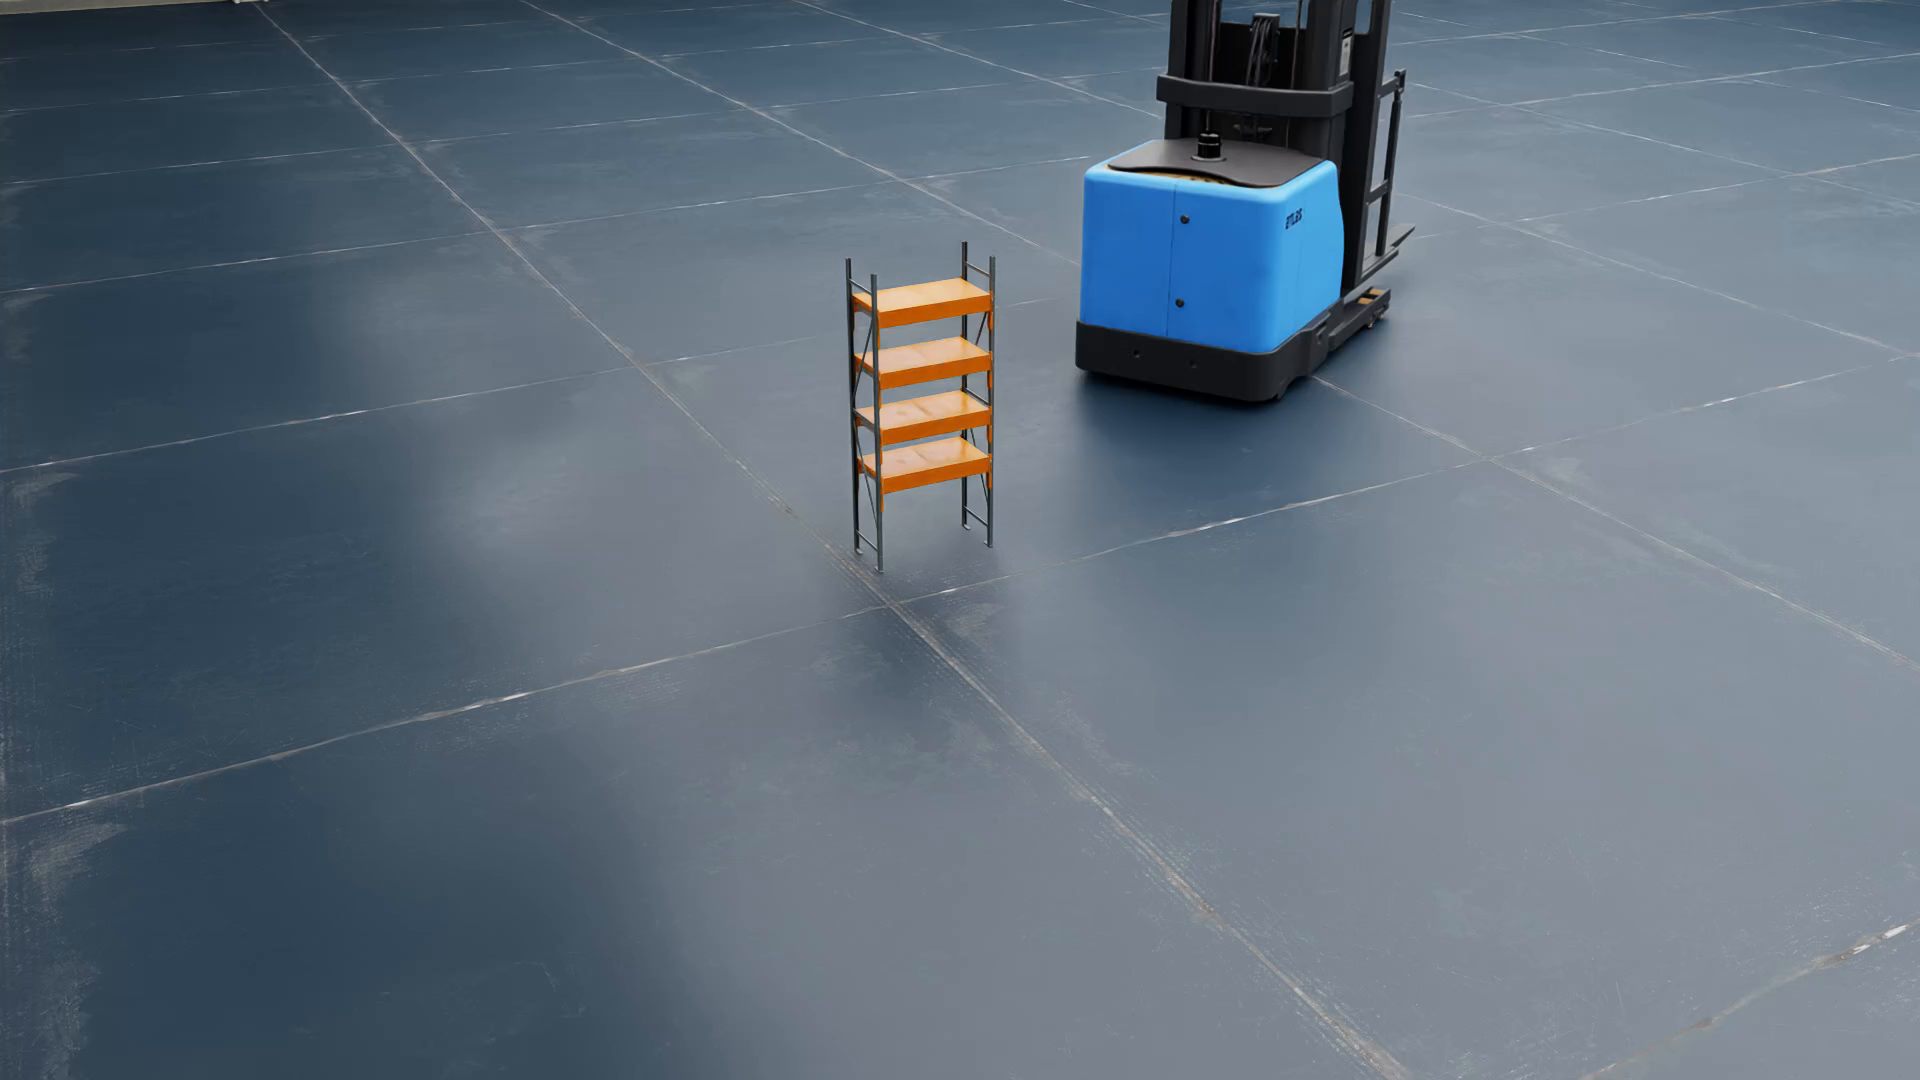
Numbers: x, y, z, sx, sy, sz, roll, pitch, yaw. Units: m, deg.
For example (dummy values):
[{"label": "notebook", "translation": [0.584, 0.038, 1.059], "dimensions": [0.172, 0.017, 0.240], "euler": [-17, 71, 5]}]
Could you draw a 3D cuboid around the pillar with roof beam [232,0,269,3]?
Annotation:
[{"label": "pillar with roof beam", "translation": [-6.856, -9.163, 15.437], "dimensions": [0.400, 9.000, 9.100], "euler": [-13, 29, -25]}]

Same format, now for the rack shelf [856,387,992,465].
[{"label": "rack shelf", "translation": [-0.146, -0.447, 6.449], "dimensions": [0.480, 0.148, 0.258], "euler": [-13, 29, -25]}]

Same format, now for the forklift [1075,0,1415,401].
[{"label": "forklift", "translation": [1.764, -2.582, 8.742], "dimensions": [1.130, 2.935, 3.031], "euler": [14, 29, 27]}]

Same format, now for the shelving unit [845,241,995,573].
[{"label": "shelving unit", "translation": [-0.146, -0.507, 6.420], "dimensions": [0.503, 1.200, 0.258], "euler": [-13, 29, -25]}]

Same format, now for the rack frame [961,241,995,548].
[{"label": "rack frame", "translation": [0.069, -0.557, 6.524], "dimensions": [0.015, 1.200, 0.240], "euler": [-13, 29, -25]}]

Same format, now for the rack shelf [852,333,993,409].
[{"label": "rack shelf", "translation": [-0.146, -0.648, 6.352], "dimensions": [0.480, 0.148, 0.258], "euler": [-13, 29, -25]}]

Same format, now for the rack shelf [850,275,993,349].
[{"label": "rack shelf", "translation": [-0.146, -0.861, 6.250], "dimensions": [0.480, 0.148, 0.258], "euler": [-13, 29, -25]}]

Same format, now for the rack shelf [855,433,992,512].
[{"label": "rack shelf", "translation": [-0.146, -0.268, 6.535], "dimensions": [0.480, 0.148, 0.258], "euler": [-13, 29, -25]}]

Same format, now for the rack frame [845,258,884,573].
[{"label": "rack frame", "translation": [-0.361, -0.457, 6.317], "dimensions": [0.015, 1.200, 0.240], "euler": [-13, 29, -25]}]
